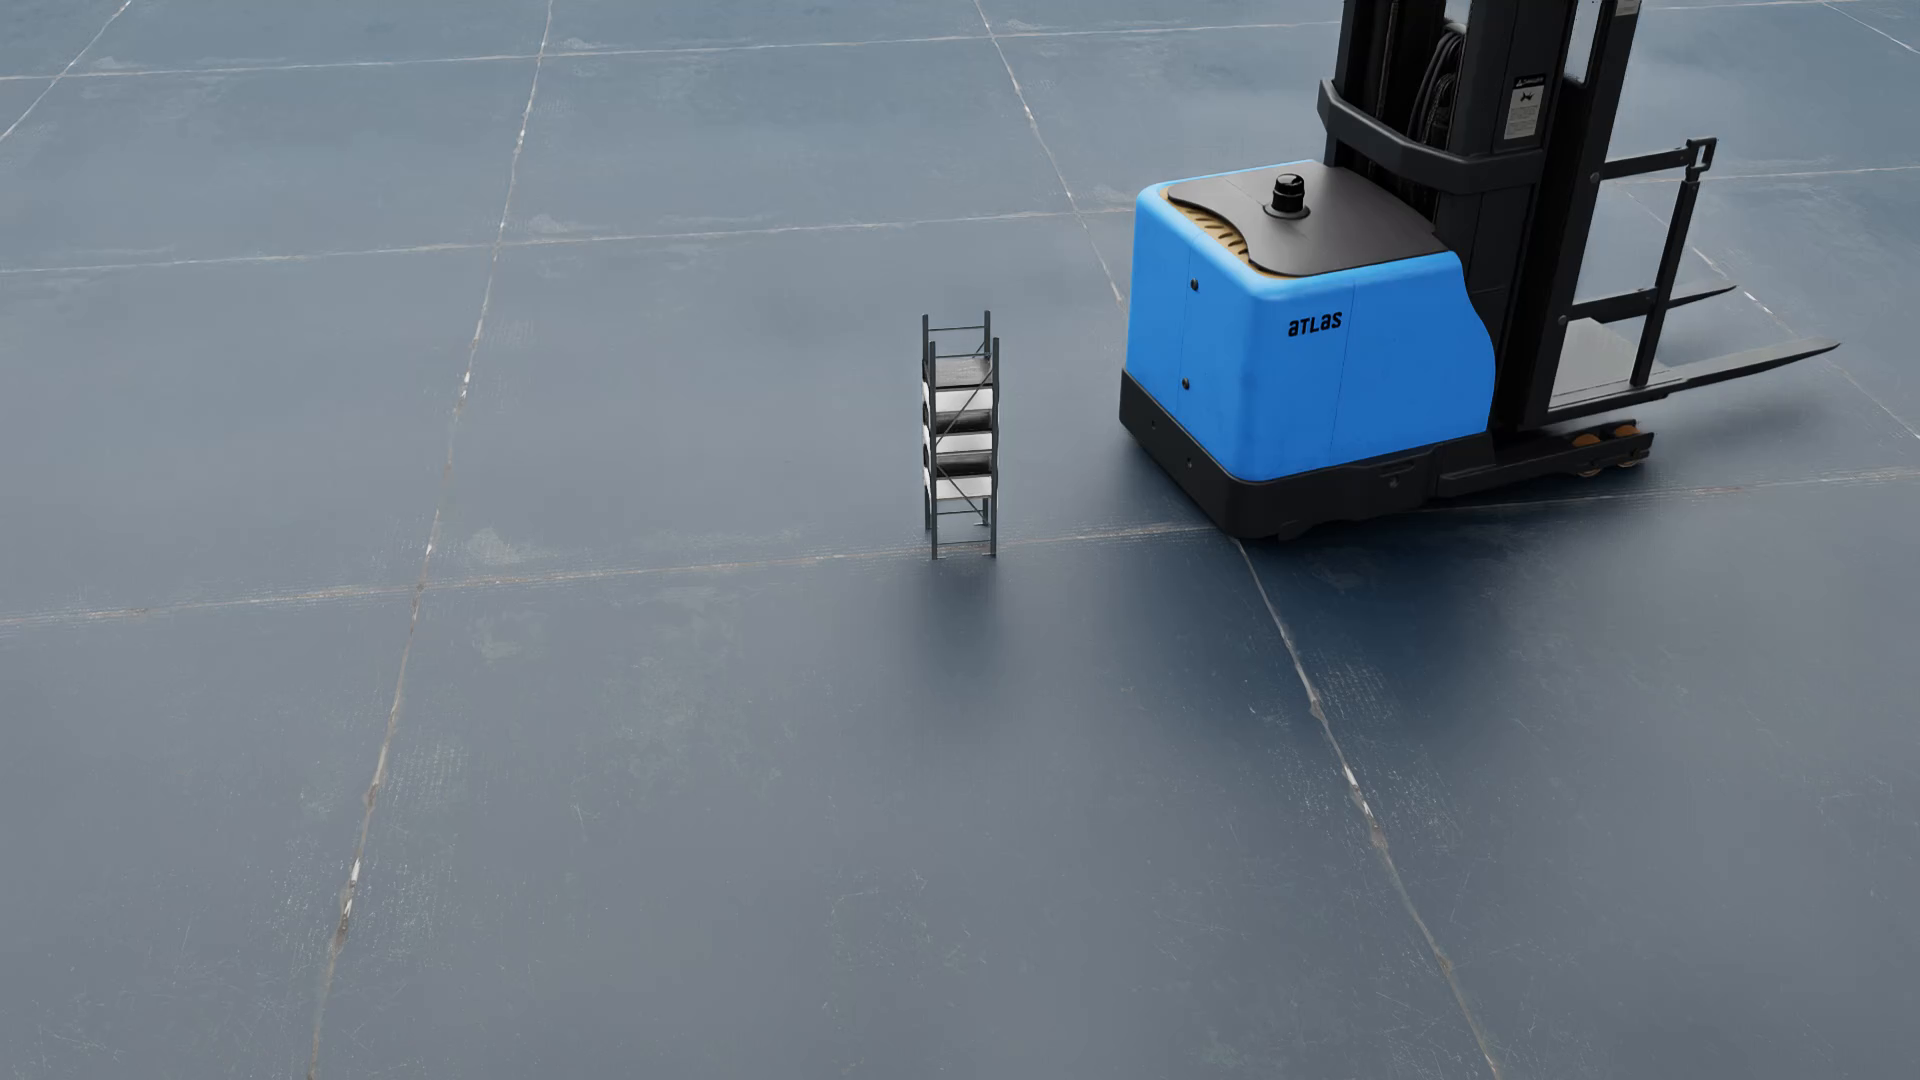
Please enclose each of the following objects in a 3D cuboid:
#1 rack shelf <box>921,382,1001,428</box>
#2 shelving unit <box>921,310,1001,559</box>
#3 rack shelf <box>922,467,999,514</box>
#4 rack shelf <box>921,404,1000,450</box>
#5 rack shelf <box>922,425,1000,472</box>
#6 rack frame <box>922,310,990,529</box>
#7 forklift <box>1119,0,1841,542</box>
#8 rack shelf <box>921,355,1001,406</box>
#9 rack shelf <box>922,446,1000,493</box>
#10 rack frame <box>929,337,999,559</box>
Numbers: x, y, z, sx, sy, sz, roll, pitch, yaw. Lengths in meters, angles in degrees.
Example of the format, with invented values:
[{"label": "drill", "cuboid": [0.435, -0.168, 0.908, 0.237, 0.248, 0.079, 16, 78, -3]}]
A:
[{"label": "rack shelf", "cuboid": [0.001, -0.489, 5.907, 0.258, 0.077, 0.200, -4, 35, -6]}, {"label": "shelving unit", "cuboid": [0.001, -0.367, 5.990, 0.258, 0.900, 0.210, -4, 35, -6]}, {"label": "rack shelf", "cuboid": [0.001, -0.191, 6.110, 0.258, 0.077, 0.200, -4, 35, -6]}, {"label": "rack shelf", "cuboid": [0.001, -0.414, 5.958, 0.258, 0.077, 0.200, -4, 35, -6]}, {"label": "rack shelf", "cuboid": [0.001, -0.340, 6.009, 0.258, 0.077, 0.200, -4, 35, -6]}, {"label": "rack frame", "cuboid": [-0.013, -0.424, 6.073, 0.240, 0.900, 0.006, -4, 35, -6]}, {"label": "forklift", "cuboid": [2.225, -1.726, 6.180, 3.031, 2.935, 1.130, -13, 36, -18]}, {"label": "rack shelf", "cuboid": [0.001, -0.563, 5.857, 0.258, 0.077, 0.200, -4, 35, -6]}, {"label": "rack shelf", "cuboid": [0.001, -0.265, 6.059, 0.258, 0.077, 0.200, -4, 35, -6]}, {"label": "rack frame", "cuboid": [0.015, -0.311, 5.907, 0.240, 0.900, 0.006, -4, 35, -6]}]
